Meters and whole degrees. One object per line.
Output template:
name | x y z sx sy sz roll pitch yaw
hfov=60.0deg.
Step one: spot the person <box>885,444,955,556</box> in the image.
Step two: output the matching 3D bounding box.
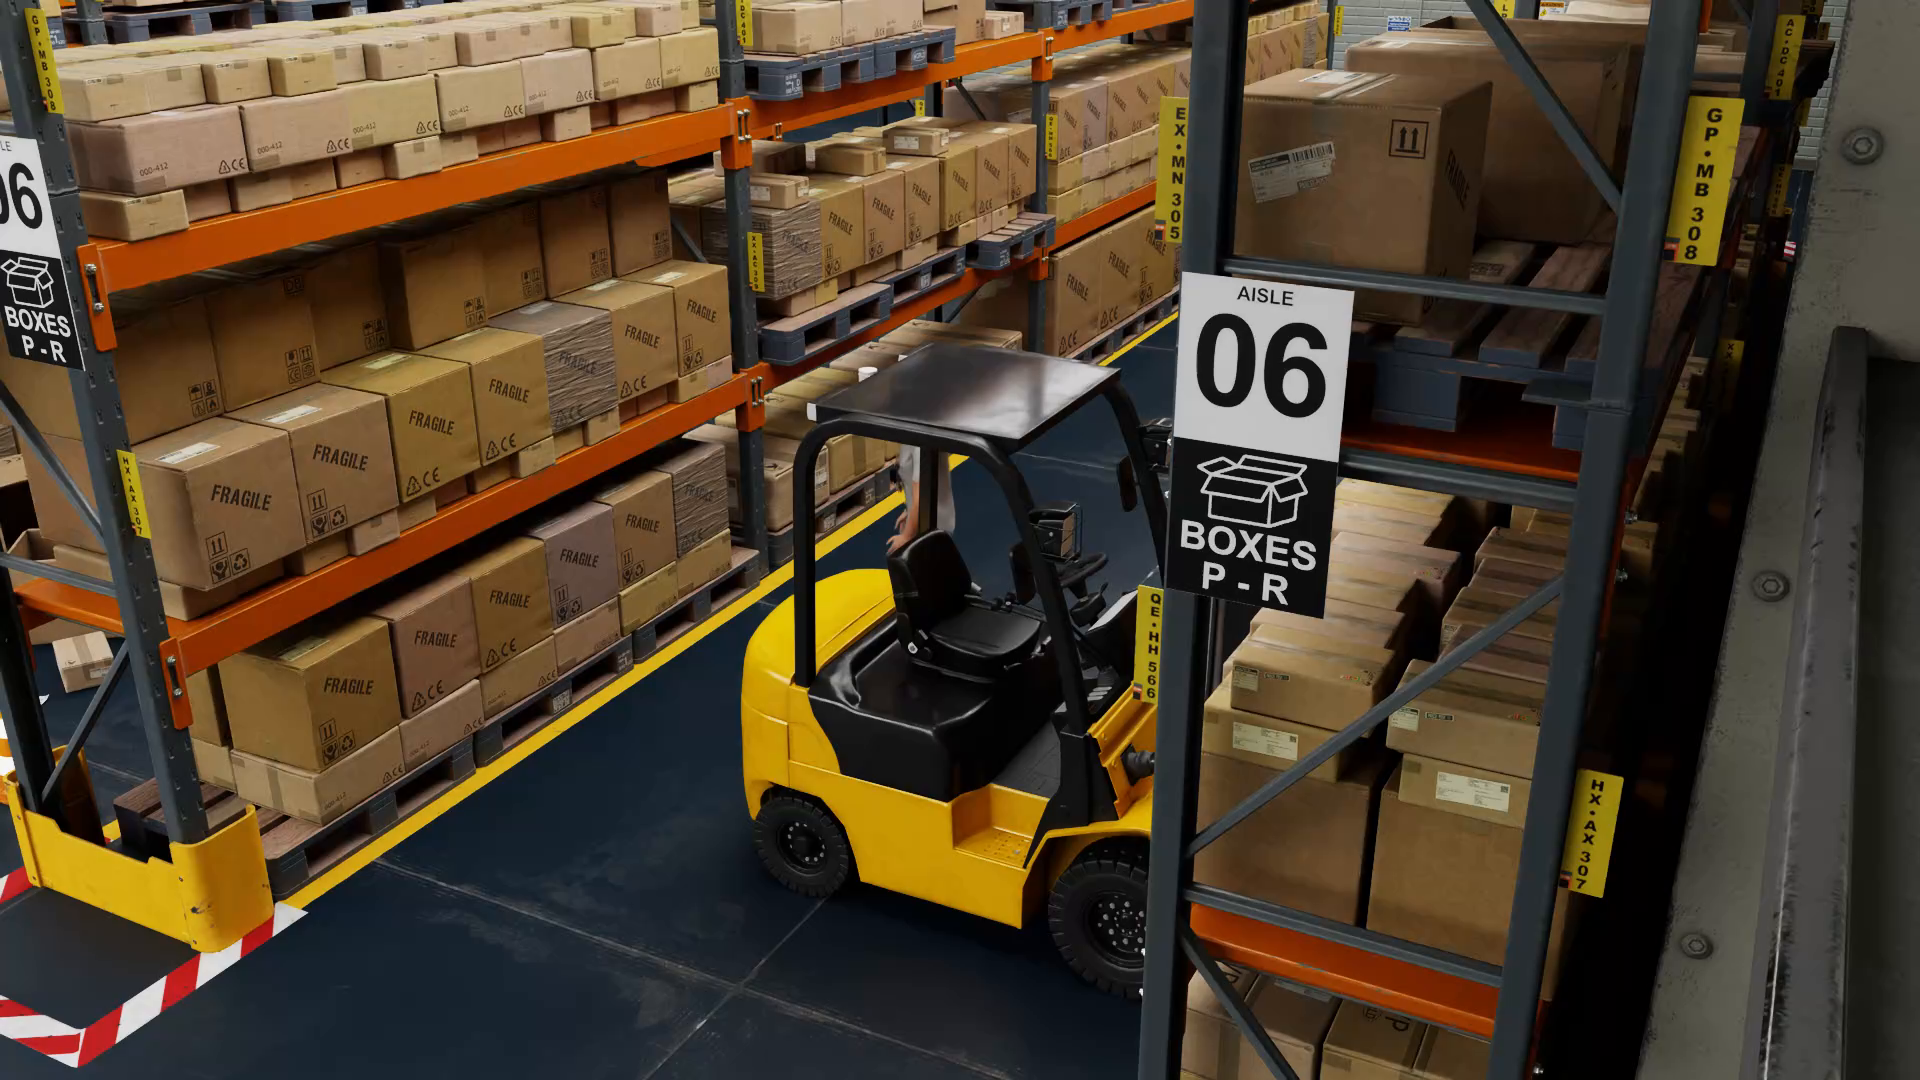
person | -0.207 -0.053 8.594 0.370 1.637 0.458 0 23 -1
